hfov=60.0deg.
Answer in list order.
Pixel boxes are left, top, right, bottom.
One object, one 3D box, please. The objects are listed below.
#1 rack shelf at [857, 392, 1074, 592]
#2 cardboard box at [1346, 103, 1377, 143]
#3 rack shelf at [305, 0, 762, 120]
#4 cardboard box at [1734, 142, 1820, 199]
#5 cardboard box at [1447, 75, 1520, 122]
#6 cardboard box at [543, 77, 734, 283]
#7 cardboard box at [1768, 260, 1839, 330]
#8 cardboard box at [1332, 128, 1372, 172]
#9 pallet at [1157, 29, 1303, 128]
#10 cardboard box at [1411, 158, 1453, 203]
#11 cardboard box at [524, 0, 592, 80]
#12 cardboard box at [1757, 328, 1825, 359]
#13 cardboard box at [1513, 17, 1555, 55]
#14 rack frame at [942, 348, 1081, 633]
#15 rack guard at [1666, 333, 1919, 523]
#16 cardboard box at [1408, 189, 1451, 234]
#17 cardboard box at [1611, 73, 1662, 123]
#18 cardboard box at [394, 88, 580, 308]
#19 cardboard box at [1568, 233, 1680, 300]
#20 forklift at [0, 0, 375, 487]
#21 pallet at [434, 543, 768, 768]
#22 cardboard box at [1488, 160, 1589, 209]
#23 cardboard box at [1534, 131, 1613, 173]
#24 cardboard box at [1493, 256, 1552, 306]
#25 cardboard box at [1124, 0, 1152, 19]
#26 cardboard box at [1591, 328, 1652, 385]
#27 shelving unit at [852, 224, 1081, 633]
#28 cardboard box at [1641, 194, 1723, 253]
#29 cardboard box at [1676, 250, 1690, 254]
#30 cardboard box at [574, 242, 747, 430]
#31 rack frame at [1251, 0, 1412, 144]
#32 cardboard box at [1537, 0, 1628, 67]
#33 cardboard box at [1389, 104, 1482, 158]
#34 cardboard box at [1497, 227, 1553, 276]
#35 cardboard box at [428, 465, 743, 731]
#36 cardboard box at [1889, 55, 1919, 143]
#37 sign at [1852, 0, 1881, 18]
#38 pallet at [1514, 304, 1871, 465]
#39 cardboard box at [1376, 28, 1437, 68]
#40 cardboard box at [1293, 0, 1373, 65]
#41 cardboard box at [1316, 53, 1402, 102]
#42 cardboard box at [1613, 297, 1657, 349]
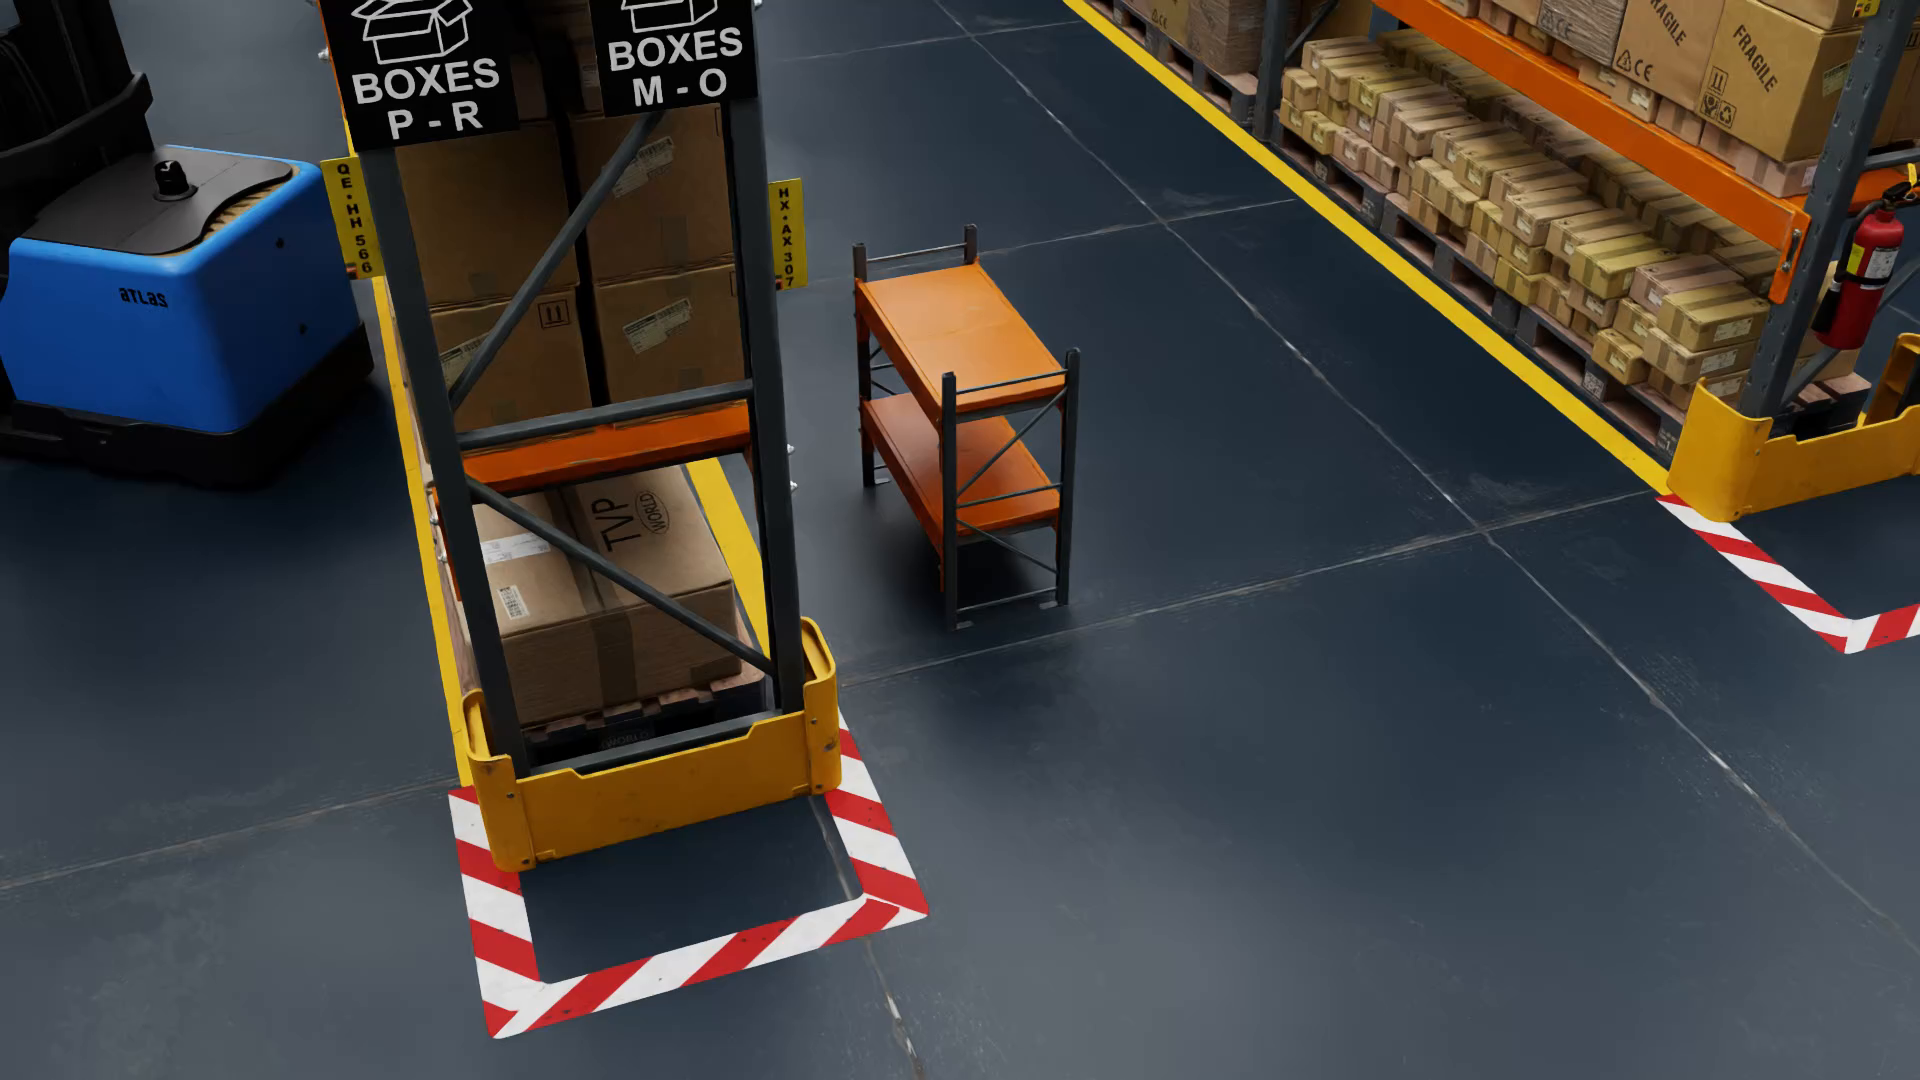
[{"bbox_3d":[0.002,-0.250,6.554,0.538,0.278,1.000,-12,39,-16],"label":"rack shelf"},{"bbox_3d":[2.350,-2.314,9.102,0.380,0.149,0.250,-13,39,-16],"label":"cardboard box"},{"bbox_3d":[-1.688,-2.391,5.536,1.077,0.370,4.000,-12,39,-16],"label":"rack shelf"},{"bbox_3d":[3.236,-1.458,6.401,0.380,0.149,0.250,-12,39,-16],"label":"cardboard box"},{"bbox_3d":[2.838,-2.373,8.934,0.380,0.149,0.250,-11,38,-14],"label":"cardboard box"},{"bbox_3d":[-0.897,-1.120,4.829,0.500,0.500,0.500,-13,39,-17],"label":"cardboard box"},{"bbox_3d":[3.752,-1.065,7.197,0.380,0.149,0.250,-14,39,-18],"label":"cardboard box"},{"bbox_3d":[2.287,-2.169,9.156,0.380,0.149,0.250,-13,39,-16],"label":"cardboard box"},{"bbox_3d":[1.968,-3.018,10.581,1.003,0.211,1.213,-12,39,-16],"label":"pallet"},{"bbox_3d":[2.541,-1.845,8.480,0.380,0.149,0.250,-13,39,-16],"label":"cardboard box"},{"bbox_3d":[-1.019,-1.440,4.715,0.380,0.149,0.250,-12,38,-15],"label":"cardboard box"},{"bbox_3d":[3.674,-0.929,7.264,0.380,0.149,0.250,-11,38,-14],"label":"cardboard box"},{"bbox_3d":[2.769,-2.350,7.585,0.380,0.149,0.250,-12,39,-15],"label":"cardboard box"},{"bbox_3d":[0.177,-0.158,6.025,0.500,1.125,0.032,-12,39,-16],"label":"rack frame"},{"bbox_3d":[3.588,-0.477,6.967,1.175,0.500,0.348,-12,39,-16],"label":"rack guard"},{"bbox_3d":[2.545,-1.724,8.566,0.380,0.149,0.250,-13,39,-17],"label":"cardboard box"},{"bbox_3d":[2.976,-1.884,6.966,0.380,0.149,0.250,-11,38,-15],"label":"cardboard box"},{"bbox_3d":[-1.389,-1.013,4.687,0.500,0.500,0.500,-11,38,-14],"label":"cardboard box"},{"bbox_3d":[2.953,-1.219,7.402,0.380,0.149,0.250,-13,39,-17],"label":"cardboard box"},{"bbox_3d":[-4.281,-1.884,6.815,3.031,2.935,1.130,9,38,12],"label":"forklift"},{"bbox_3d":[-1.348,0.328,6.139,1.003,0.211,1.213,-12,39,-16],"label":"pallet"},{"bbox_3d":[2.792,-1.691,8.028,0.380,0.149,0.250,-14,39,-17],"label":"cardboard box"},{"bbox_3d":[3.105,-1.927,8.341,0.380,0.149,0.250,-12,39,-16],"label":"cardboard box"},{"bbox_3d":[2.799,-1.275,7.970,0.380,0.149,0.250,-14,39,-18],"label":"cardboard box"},{"bbox_3d":[1.397,-3.808,11.040,0.500,0.500,0.500,-13,39,-17],"label":"cardboard box"},{"bbox_3d":[3.053,-0.840,7.392,0.380,0.149,0.250,-11,38,-15],"label":"cardboard box"},{"bbox_3d":[0.002,-0.445,6.406,0.538,1.125,1.048,-12,39,-16],"label":"shelving unit"},{"bbox_3d":[3.415,-1.488,7.758,0.380,0.149,0.250,-14,39,-18],"label":"cardboard box"},{"bbox_3d":[3.479,-1.383,7.866,0.380,0.149,0.250,-11,38,-15],"label":"cardboard box"},{"bbox_3d":[-0.895,-0.721,5.131,0.500,0.500,0.500,-13,39,-16],"label":"cardboard box"},{"bbox_3d":[2.237,-3.692,9.158,1.000,3.000,0.127,-12,39,-16],"label":"rack frame"},{"bbox_3d":[2.862,-2.368,7.070,0.500,0.500,0.500,-12,39,-16],"label":"cardboard box"},{"bbox_3d":[2.456,-2.117,8.594,0.380,0.149,0.250,-12,39,-15],"label":"cardboard box"},{"bbox_3d":[2.793,-1.402,7.892,0.380,0.149,0.250,-12,39,-15],"label":"cardboard box"},{"bbox_3d":[-1.320,0.153,5.834,0.875,0.438,0.875,-14,39,-17],"label":"cardboard box"},{"bbox_3d":[3.719,-1.902,6.451,0.500,0.500,0.500,-11,38,-14],"label":"cardboard box"},{"bbox_3d":[3.086,-1.917,5.577,0.100,0.325,0.005,-12,39,-16],"label":"sign"},{"bbox_3d":[3.341,-0.828,7.673,1.003,0.211,1.213,-12,39,-16],"label":"pallet"},{"bbox_3d":[2.604,-2.811,9.515,0.380,0.149,0.250,-11,38,-15],"label":"cardboard box"},{"bbox_3d":[2.232,-3.334,10.411,0.500,0.500,0.500,-11,38,-14],"label":"cardboard box"},{"bbox_3d":[2.200,-2.553,9.172,0.380,0.149,0.250,-11,38,-14],"label":"cardboard box"},{"bbox_3d":[3.125,-0.978,7.328,0.380,0.149,0.250,-13,39,-17],"label":"cardboard box"}]
